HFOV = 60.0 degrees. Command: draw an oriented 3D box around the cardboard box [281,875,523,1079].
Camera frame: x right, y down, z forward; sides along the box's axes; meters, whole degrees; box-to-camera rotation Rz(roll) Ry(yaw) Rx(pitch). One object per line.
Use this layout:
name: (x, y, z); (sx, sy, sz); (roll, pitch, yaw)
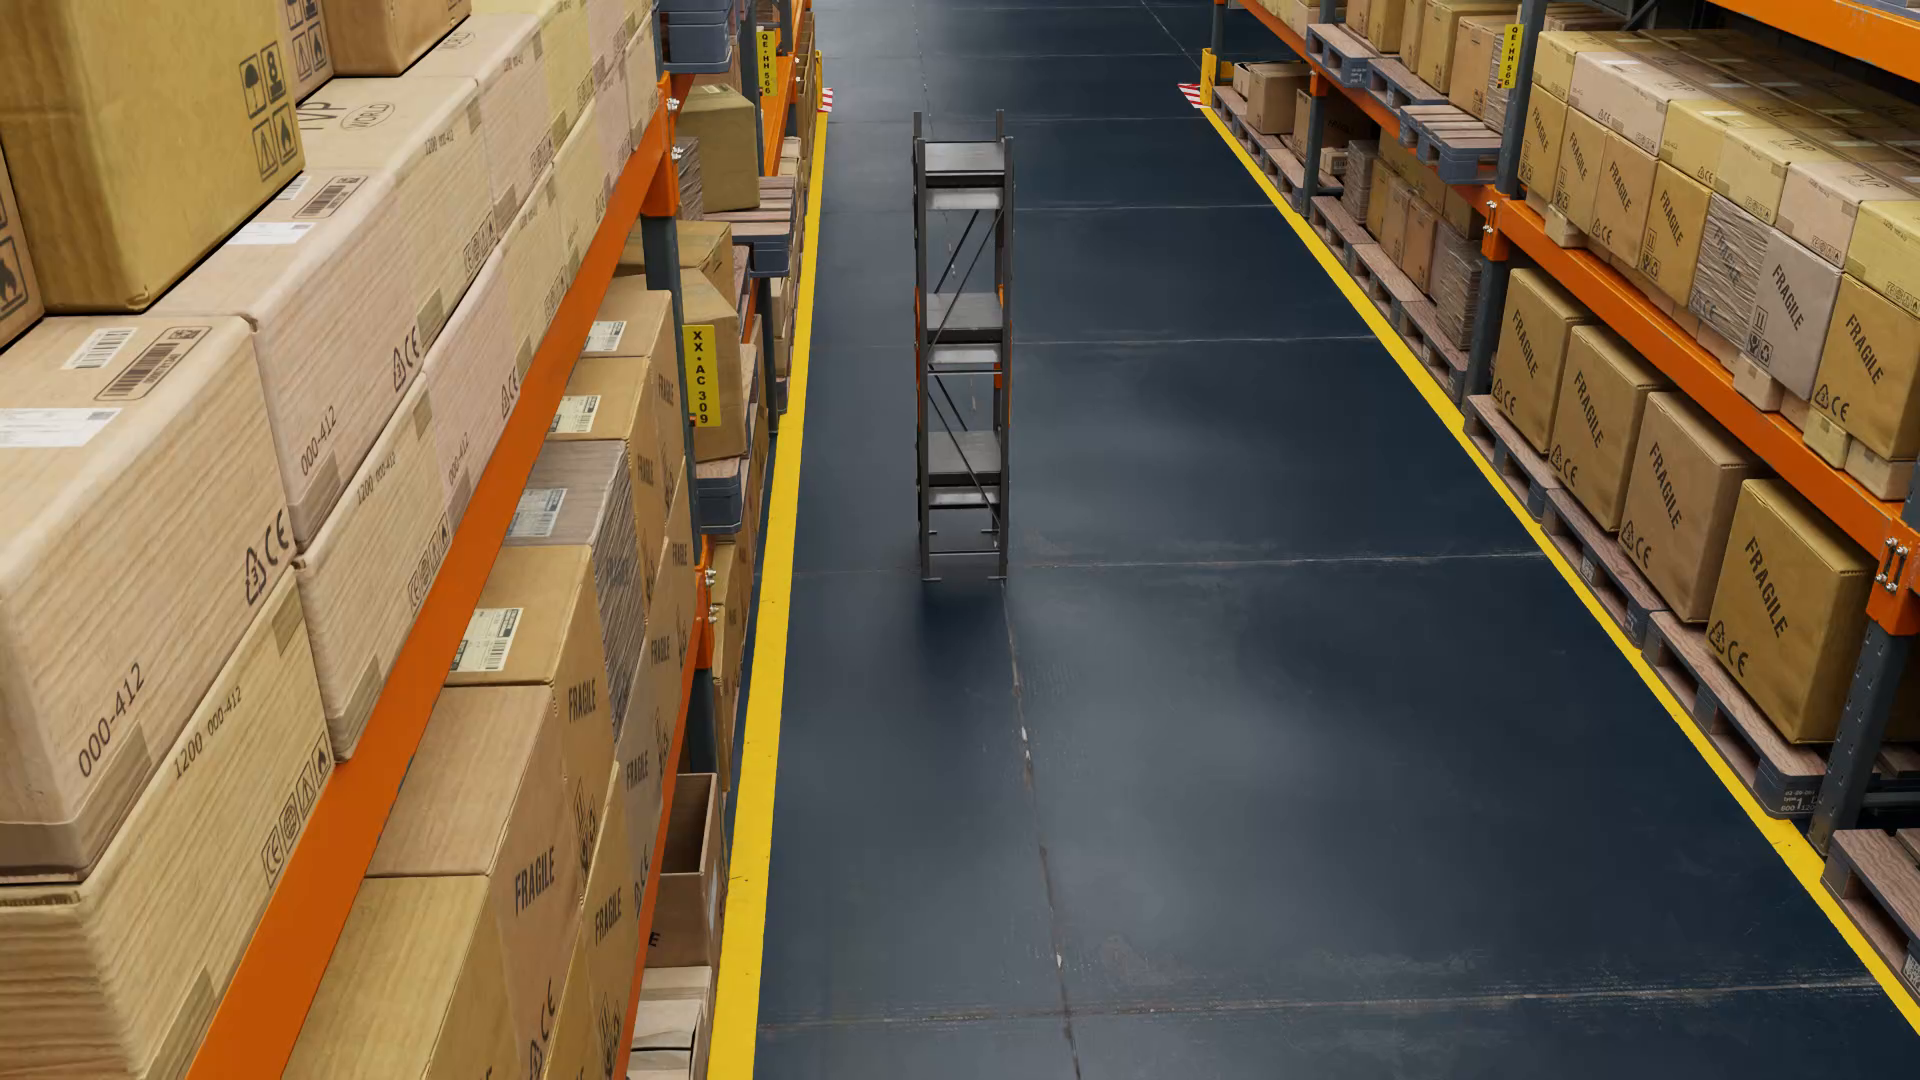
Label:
cardboard box: (-0.909, 0.815, 2.254); (0.500, 0.500, 0.500); (-1, 28, -2)

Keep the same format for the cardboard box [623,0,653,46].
cardboard box: (-1.026, -1.359, 3.990); (0.500, 0.250, 0.500); (-1, 28, -3)

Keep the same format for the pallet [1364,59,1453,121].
pallet: (3.271, -2.889, 10.752); (1.003, 0.211, 1.213); (-1, 28, -3)

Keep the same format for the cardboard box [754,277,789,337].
cardboard box: (-1.266, -1.404, 9.611); (0.500, 0.311, 0.500); (0, 28, -1)

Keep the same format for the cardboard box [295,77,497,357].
cardboard box: (-0.932, -0.435, 2.219); (0.500, 0.250, 0.500); (-1, 28, -3)

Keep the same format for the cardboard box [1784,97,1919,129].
cardboard box: (3.772, -1.663, 6.933); (0.500, 0.250, 0.500); (-2, 28, -4)

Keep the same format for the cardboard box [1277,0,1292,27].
cardboard box: (2.861, -4.292, 13.376); (0.500, 0.250, 0.500); (-1, 28, -2)

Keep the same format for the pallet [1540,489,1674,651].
pallet: (3.442, 0.104, 7.823); (1.003, 0.211, 1.213); (-1, 28, -3)

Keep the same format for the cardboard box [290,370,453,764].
cardboard box: (-0.900, 0.017, 1.892); (0.500, 0.250, 0.500); (-1, 28, -3)

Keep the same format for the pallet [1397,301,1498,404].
pallet: (3.376, -1.185, 10.294); (1.003, 0.211, 1.213); (-1, 28, -3)

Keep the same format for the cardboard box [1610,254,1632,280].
cardboard box: (3.293, -1.326, 7.799); (0.380, 0.149, 0.250); (-1, 28, -2)

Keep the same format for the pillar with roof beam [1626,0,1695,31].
pillar with roof beam: (-0.088, -5.238, 8.561); (9.100, 9.000, 0.400); (-1, 28, -3)

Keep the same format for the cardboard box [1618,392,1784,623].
cardboard box: (3.411, -0.154, 7.172); (0.750, 0.750, 0.750); (-1, 28, -1)

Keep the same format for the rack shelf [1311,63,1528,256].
rack shelf: (3.311, -2.665, 10.894); (1.077, 0.370, 4.000); (-1, 28, -3)

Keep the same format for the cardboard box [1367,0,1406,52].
cardboard box: (3.221, -3.653, 11.427); (0.700, 0.500, 0.500); (1, 28, 3)

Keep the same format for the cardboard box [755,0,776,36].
cardboard box: (-1.770, -4.036, 12.636); (0.700, 0.500, 0.500); (-2, 28, -4)

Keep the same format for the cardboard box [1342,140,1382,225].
cardboard box: (3.261, -2.655, 12.324); (0.700, 0.500, 0.500); (0, 28, -1)

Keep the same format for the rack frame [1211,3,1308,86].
rack frame: (2.997, -5.755, 16.041); (1.000, 3.000, 0.127); (-1, 28, -3)

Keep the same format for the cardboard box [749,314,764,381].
cardboard box: (-1.241, -0.906, 8.160); (0.500, 0.250, 0.500); (0, 28, -1)

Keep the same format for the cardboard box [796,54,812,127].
cardboard box: (-1.504, -3.769, 13.942); (0.500, 0.500, 0.500); (-1, 28, -3)

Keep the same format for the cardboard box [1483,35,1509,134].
cardboard box: (3.381, -2.517, 9.248); (0.700, 0.500, 0.500); (-5, 28, -9)

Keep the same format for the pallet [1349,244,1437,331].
pallet: (3.315, -1.747, 11.371); (1.003, 0.211, 1.213); (-1, 28, -3)

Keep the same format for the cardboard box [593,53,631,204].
cardboard box: (-1.016, -0.906, 3.662); (0.500, 0.250, 0.500); (-1, 28, -3)

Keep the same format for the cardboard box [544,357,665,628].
cardboard box: (-1.008, -0.116, 4.039); (0.500, 0.500, 0.500); (-2, 28, -4)

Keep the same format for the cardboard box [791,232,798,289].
cardboard box: (-1.352, -1.864, 11.100); (0.500, 0.250, 0.500); (-1, 28, -2)

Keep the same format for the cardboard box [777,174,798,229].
cardboard box: (-1.376, -2.351, 11.427); (0.500, 0.311, 0.500); (-1, 28, -3)

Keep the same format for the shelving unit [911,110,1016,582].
shelving unit: (0.009, -0.855, 7.618); (0.431, 2.100, 0.503); (-1, 28, -3)

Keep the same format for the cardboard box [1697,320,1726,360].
cardboard box: (3.301, -0.848, 6.882); (0.380, 0.149, 0.250); (-2, 28, -4)

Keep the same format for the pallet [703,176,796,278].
pallet: (-1.426, -1.543, 8.172); (1.213, 0.211, 1.003); (-1, 28, -3)

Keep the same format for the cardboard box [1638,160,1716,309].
cardboard box: (3.263, -1.304, 7.054); (0.500, 0.500, 0.500); (-1, 28, -1)

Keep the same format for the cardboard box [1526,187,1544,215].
cardboard box: (3.201, -1.800, 8.708); (0.380, 0.149, 0.250); (-2, 28, -3)

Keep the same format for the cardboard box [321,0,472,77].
cardboard box: (-1.164, -0.994, 2.478); (0.700, 0.500, 0.500); (-1, 28, -3)

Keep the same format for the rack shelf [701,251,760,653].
rack shelf: (-1.427, -0.697, 7.120); (1.077, 0.370, 4.000); (-1, 28, -3)

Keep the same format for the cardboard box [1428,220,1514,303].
cardboard box: (3.415, -1.719, 10.530); (0.700, 0.500, 0.500); (-1, 28, -3)

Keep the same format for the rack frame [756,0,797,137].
rack frame: (-1.740, -3.786, 12.266); (1.000, 3.000, 0.127); (-1, 28, -3)

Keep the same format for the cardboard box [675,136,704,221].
cardboard box: (-1.529, -1.455, 7.233); (0.700, 0.500, 0.500); (4, 28, 7)

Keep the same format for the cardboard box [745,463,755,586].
cardboard box: (-1.188, -0.118, 7.461); (0.500, 0.500, 0.500); (-2, 28, -5)

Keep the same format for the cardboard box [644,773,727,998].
cardboard box: (-1.010, 1.078, 5.168); (0.500, 0.500, 0.500); (-1, 28, -3)

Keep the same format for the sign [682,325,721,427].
sign: (-0.781, -0.492, 5.014); (0.100, 0.325, 0.005); (-1, 28, -3)

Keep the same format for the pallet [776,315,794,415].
pallet: (-1.536, -1.084, 10.100); (1.003, 0.211, 1.213); (-1, 28, -3)

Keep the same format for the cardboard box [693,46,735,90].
cardboard box: (-1.636, -2.758, 10.186); (0.500, 0.500, 0.500); (-3, 28, -5)

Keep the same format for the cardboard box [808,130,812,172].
cardboard box: (-1.483, -3.206, 13.672); (0.500, 0.250, 0.500); (-1, 28, -3)

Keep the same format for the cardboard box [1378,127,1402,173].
cardboard box: (3.288, -2.784, 11.761); (0.500, 0.250, 0.500); (-2, 28, -4)

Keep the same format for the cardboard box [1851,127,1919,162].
cardboard box: (3.795, -1.422, 6.471); (0.500, 0.250, 0.500); (-2, 28, -4)

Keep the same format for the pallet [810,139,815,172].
pallet: (-1.807, -3.483, 14.700); (1.003, 0.211, 1.213); (-1, 28, -3)

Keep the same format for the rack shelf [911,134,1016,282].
rack shelf: (0.009, -1.463, 7.300); (0.431, 0.518, 0.480); (-1, 28, -3)

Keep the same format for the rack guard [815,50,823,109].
rack guard: (-1.951, -4.536, 16.407); (1.175, 0.500, 0.348); (-1, 28, -3)

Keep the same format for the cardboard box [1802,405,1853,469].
cardboard box: (3.287, -0.376, 5.977); (0.380, 0.149, 0.250); (-1, 28, -2)

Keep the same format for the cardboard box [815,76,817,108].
cardboard box: (-1.588, -4.130, 15.443); (0.500, 0.250, 0.500); (-1, 28, -3)

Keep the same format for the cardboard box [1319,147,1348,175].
cardboard box: (3.148, -3.093, 13.525); (0.380, 0.166, 0.250); (-5, 28, -9)

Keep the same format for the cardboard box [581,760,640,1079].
cardboard box: (-0.954, 0.799, 3.367); (0.500, 0.500, 0.500); (-1, 28, -2)

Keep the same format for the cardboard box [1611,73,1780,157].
cardboard box: (3.240, -1.883, 7.355); (0.500, 0.250, 0.500); (-1, 28, -2)
